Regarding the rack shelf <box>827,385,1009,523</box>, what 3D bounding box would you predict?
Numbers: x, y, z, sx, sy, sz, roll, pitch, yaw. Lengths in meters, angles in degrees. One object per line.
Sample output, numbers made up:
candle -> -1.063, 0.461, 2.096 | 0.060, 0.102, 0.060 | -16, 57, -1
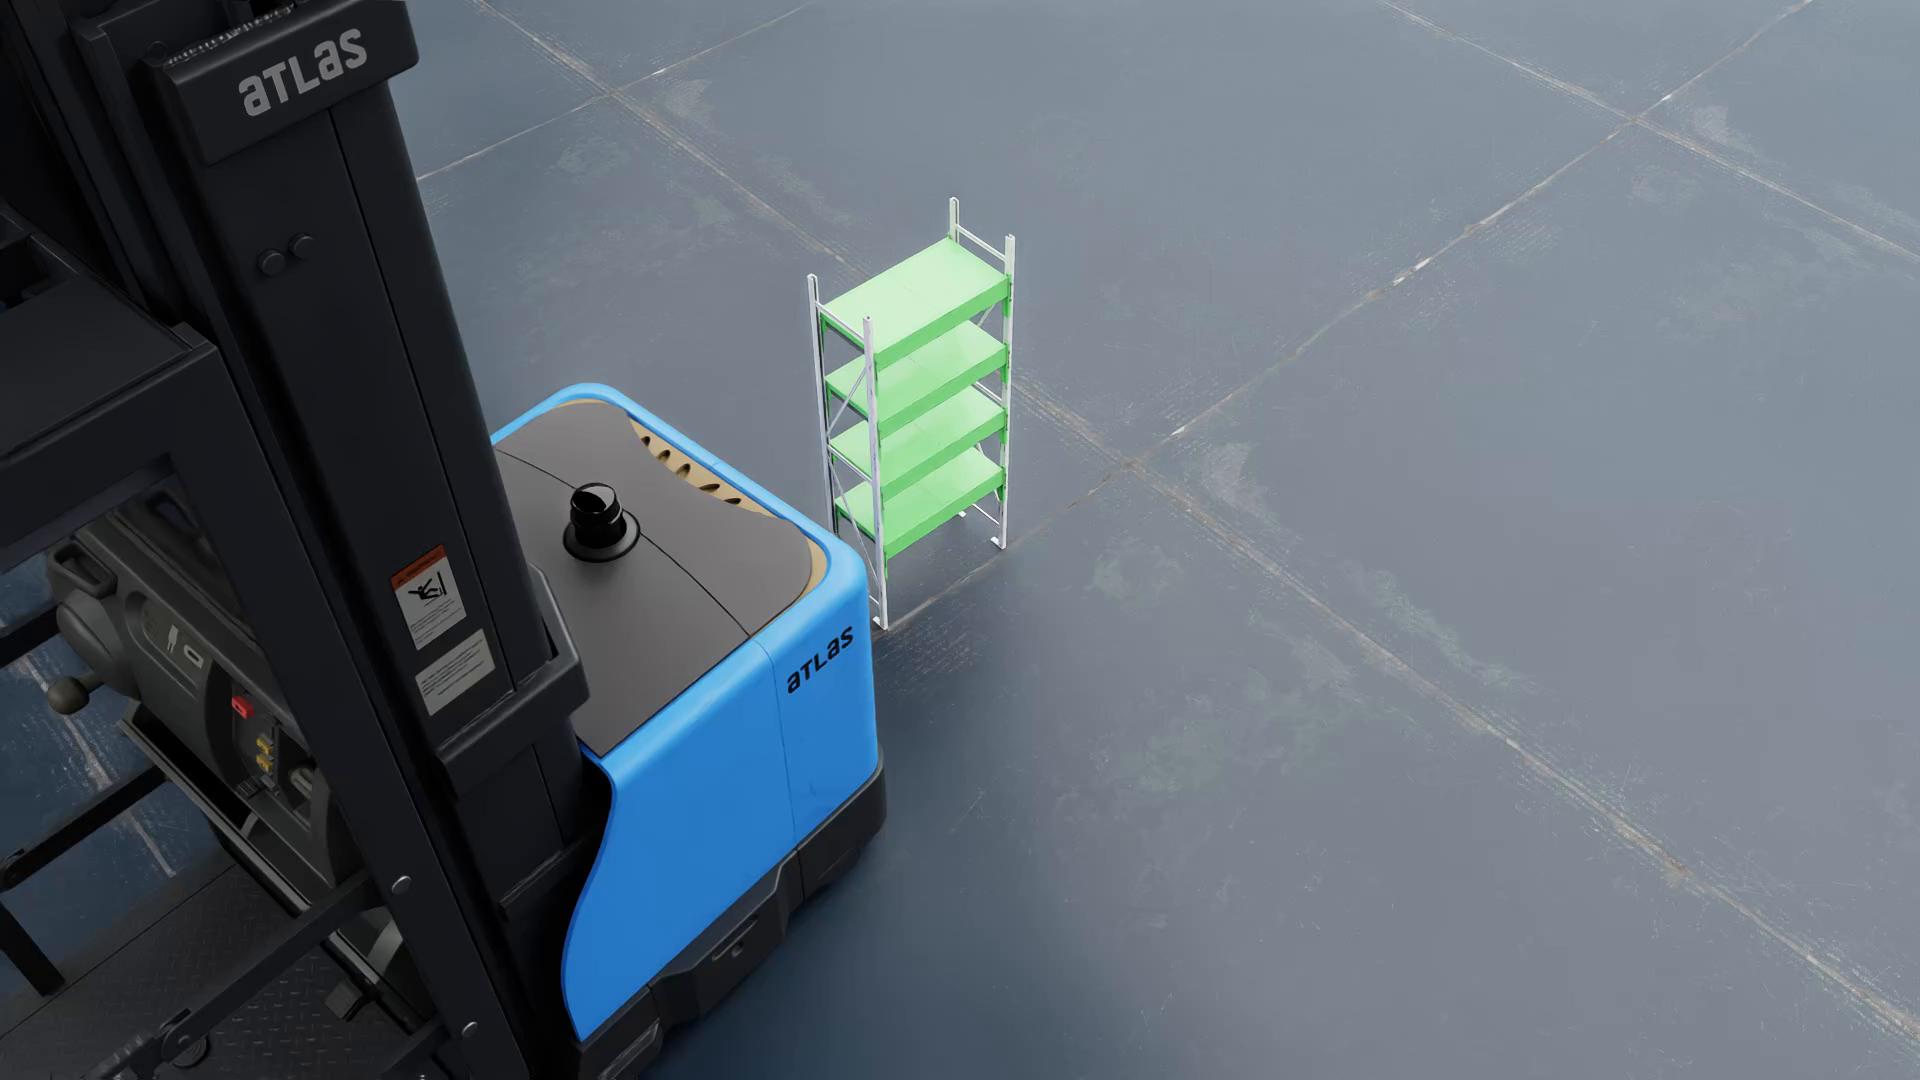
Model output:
rack shelf -> -0.122, -0.282, 4.780 | 0.480, 0.148, 0.258 | -34, 56, -27

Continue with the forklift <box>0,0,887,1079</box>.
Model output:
forklift -> -1.543, 0.363, 2.921 | 1.130, 2.935, 3.031 | 33, 55, 26

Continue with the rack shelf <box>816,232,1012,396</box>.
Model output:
rack shelf -> -0.122, -0.607, 4.428 | 0.480, 0.148, 0.258 | -34, 56, -27

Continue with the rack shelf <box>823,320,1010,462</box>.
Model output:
rack shelf -> -0.122, -0.444, 4.604 | 0.480, 0.148, 0.258 | -34, 56, -27

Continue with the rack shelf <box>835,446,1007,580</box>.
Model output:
rack shelf -> -0.122, -0.119, 4.957 | 0.480, 0.148, 0.258 | -34, 56, -27

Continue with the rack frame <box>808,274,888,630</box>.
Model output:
rack frame -> -0.303, -0.204, 4.622 | 0.015, 1.200, 0.240 | -34, 56, -27

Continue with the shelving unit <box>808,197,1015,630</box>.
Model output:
shelving unit -> -0.122, -0.325, 4.734 | 0.503, 1.200, 0.258 | -34, 56, -27

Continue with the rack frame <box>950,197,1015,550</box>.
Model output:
rack frame -> 0.058, -0.446, 4.845 | 0.015, 1.200, 0.240 | -34, 56, -27
